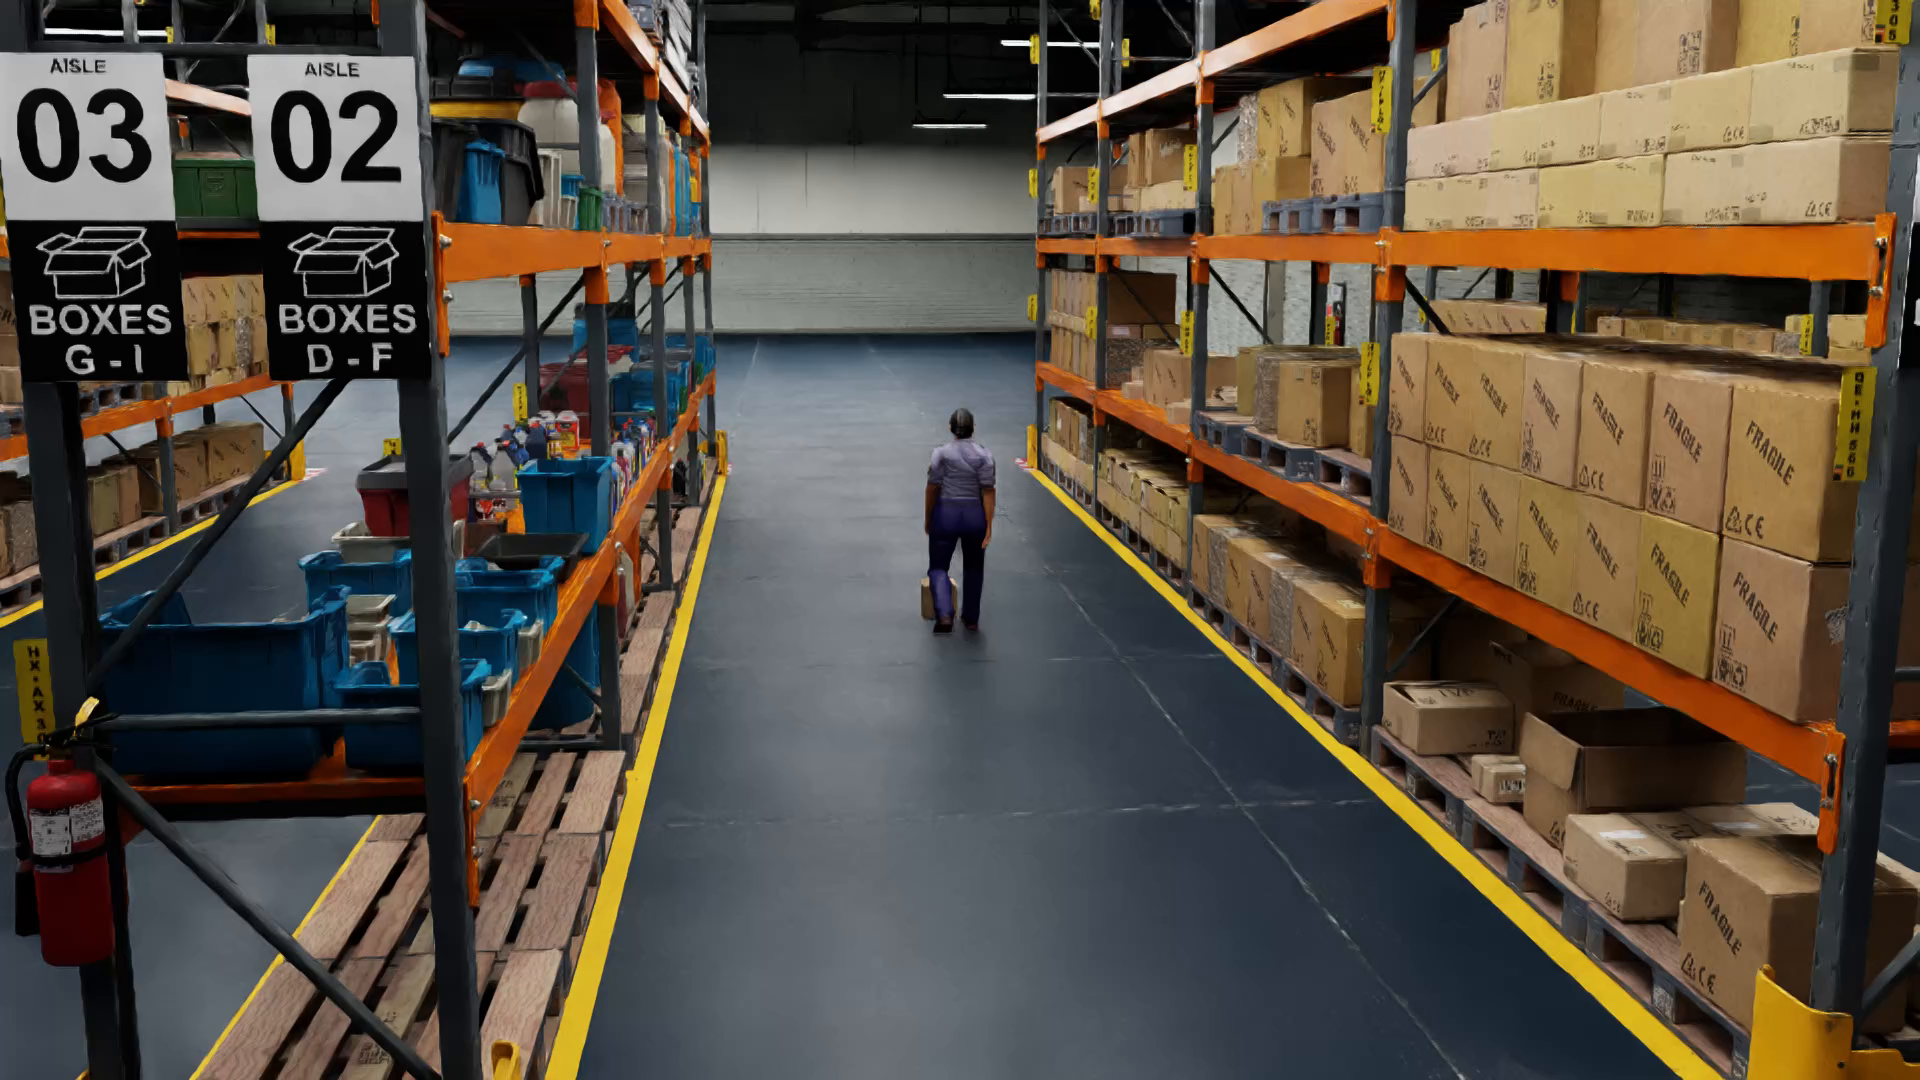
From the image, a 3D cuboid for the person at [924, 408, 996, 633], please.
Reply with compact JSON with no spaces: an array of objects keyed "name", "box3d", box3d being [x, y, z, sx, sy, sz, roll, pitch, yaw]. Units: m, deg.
[{"name":"person","box3d":[-0.011,-0.135,11.688,0.476,1.613,0.834,-2,10,-9]}]
